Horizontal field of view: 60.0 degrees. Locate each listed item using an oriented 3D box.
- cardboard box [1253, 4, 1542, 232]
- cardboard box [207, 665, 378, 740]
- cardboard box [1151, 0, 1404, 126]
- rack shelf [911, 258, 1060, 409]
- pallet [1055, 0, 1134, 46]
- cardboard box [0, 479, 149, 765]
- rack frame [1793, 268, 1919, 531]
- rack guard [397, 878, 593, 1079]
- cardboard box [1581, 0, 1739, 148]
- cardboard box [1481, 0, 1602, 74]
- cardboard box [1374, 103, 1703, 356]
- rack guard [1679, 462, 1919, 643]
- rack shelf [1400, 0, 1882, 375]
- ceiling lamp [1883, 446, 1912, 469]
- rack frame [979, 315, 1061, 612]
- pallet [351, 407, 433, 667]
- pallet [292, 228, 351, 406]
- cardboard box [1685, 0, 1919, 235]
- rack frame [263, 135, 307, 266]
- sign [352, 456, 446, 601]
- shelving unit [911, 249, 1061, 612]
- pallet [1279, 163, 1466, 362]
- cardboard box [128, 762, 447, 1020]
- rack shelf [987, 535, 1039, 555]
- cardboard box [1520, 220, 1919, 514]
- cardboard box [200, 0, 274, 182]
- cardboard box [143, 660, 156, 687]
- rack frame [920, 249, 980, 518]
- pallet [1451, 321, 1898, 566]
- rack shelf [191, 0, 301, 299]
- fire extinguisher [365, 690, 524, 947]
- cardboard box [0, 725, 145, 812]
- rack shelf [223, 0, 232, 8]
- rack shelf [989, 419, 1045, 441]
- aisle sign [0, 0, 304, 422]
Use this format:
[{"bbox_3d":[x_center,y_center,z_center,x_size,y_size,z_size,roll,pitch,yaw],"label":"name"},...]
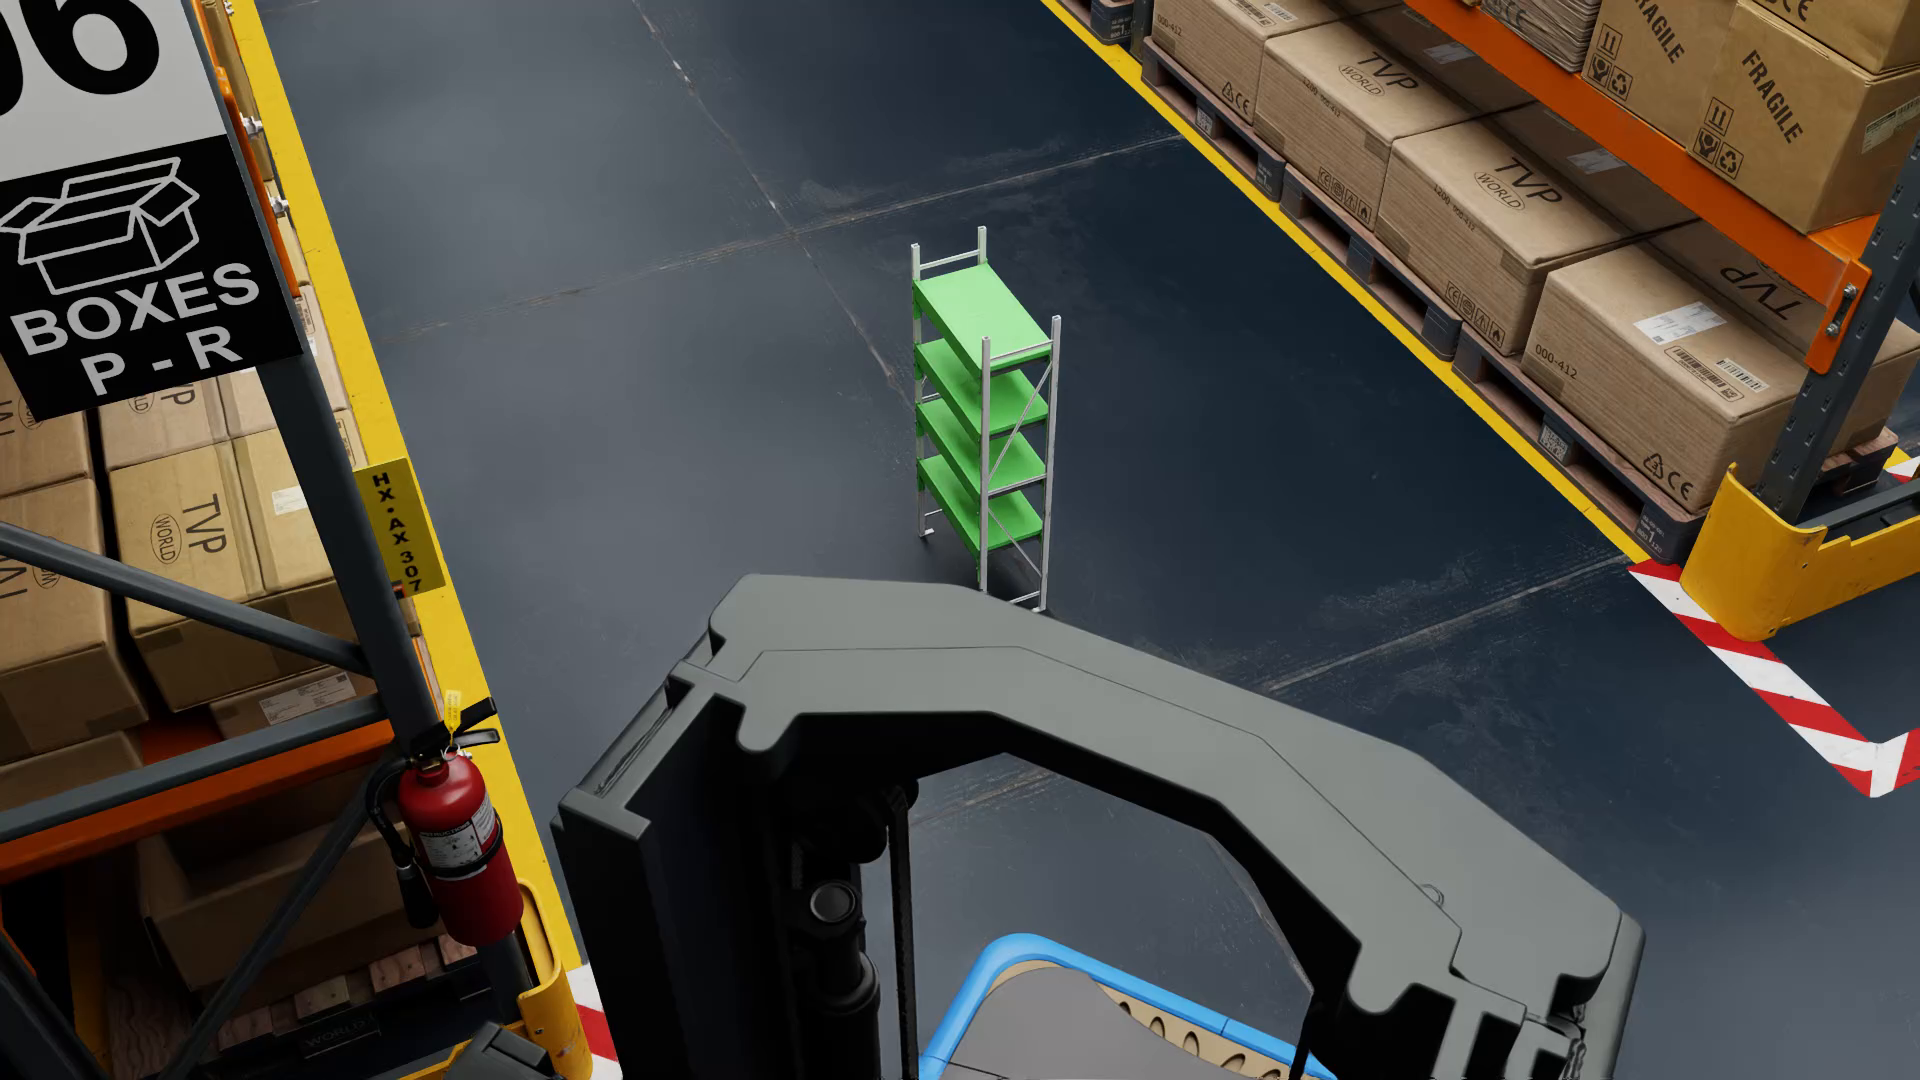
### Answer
[{"bbox_3d":[1.855,-1.800,6.964,0.875,0.438,0.875,-19,48,-19],"label":"cardboard box"},{"bbox_3d":[-1.398,0.251,3.539,0.380,0.149,0.250,-18,48,-18],"label":"cardboard box"},{"bbox_3d":[1.478,-2.371,7.542,0.875,0.438,0.875,-19,48,-18],"label":"cardboard box"},{"bbox_3d":[0.070,-0.618,4.929,0.258,0.148,0.480,-18,47,-17],"label":"rack shelf"},{"bbox_3d":[0.919,-3.042,8.683,1.003,0.211,1.213,-18,47,-17],"label":"pallet"},{"bbox_3d":[-1.943,0.185,3.322,0.500,0.250,0.500,-17,47,-16],"label":"cardboard box"},{"bbox_3d":[2.990,-1.015,4.643,0.949,2.616,0.053,-18,47,-17],"label":"rack frame"},{"bbox_3d":[-1.540,1.294,4.083,1.175,0.500,0.348,-18,47,-17],"label":"rack guard"},{"bbox_3d":[2.353,-1.605,5.170,0.500,0.500,0.500,-19,48,-18],"label":"cardboard box"},{"bbox_3d":[2.128,-1.930,5.499,0.500,0.500,0.500,-17,47,-16],"label":"cardboard box"},{"bbox_3d":[2.233,-1.225,6.381,0.875,0.438,0.875,-17,47,-16],"label":"cardboard box"},{"bbox_3d":[3.004,-0.111,5.506,1.175,0.500,0.348,-18,47,-17],"label":"rack guard"},{"bbox_3d":[2.153,-2.034,6.188,1.077,0.370,4.000,-18,47,-17],"label":"rack shelf"},{"bbox_3d":[2.675,-1.378,7.146,0.159,0.001,3.459,-18,47,-17],"label":"ceiling lamp"},{"bbox_3d":[0.172,-0.166,5.064,0.240,1.200,0.015,-18,47,-17],"label":"rack frame"},{"bbox_3d":[-2.386,0.112,5.486,1.003,0.211,1.213,-18,47,-17],"label":"pallet"},{"bbox_3d":[-2.903,-0.666,6.275,1.003,0.211,1.213,-18,47,-17],"label":"pallet"},{"bbox_3d":[2.551,-1.281,4.841,0.500,0.500,0.500,-18,47,-17],"label":"cardboard box"},{"bbox_3d":[-3.190,-2.097,5.739,1.000,3.000,0.127,-18,47,-17],"label":"rack frame"},{"bbox_3d":[-1.016,-0.016,3.014,0.100,0.325,0.005,-18,47,-17],"label":"sign"},{"bbox_3d":[4.177,-4.790,9.751,13.061,1.200,8.595,-18,47,-17],"label":"shelving unit"},{"bbox_3d":[2.077,-1.286,6.903,1.003,0.211,1.213,-18,47,-17],"label":"pallet"},{"bbox_3d":[-1.680,0.774,4.309,0.797,0.503,0.637,-20,48,-19],"label":"cardboard box"},{"bbox_3d":[0.070,-0.126,5.415,0.199,0.029,0.442,-18,47,-17],"label":"rack shelf"},{"bbox_3d":[2.625,-0.645,5.793,0.875,0.438,0.875,-20,48,-19],"label":"cardboard box"},{"bbox_3d":[-2.086,-1.192,4.183,0.500,0.500,0.500,-17,47,-16],"label":"cardboard box"},{"bbox_3d":[-1.942,0.230,3.560,0.380,0.149,0.250,-17,47,-16],"label":"cardboard box"},{"bbox_3d":[-0.034,-0.477,5.379,0.228,1.046,0.006,-18,47,-17],"label":"rack frame"},{"bbox_3d":[2.586,-0.510,6.116,1.003,0.211,1.213,-18,47,-17],"label":"pallet"},{"bbox_3d":[-2.349,-1.634,3.647,1.077,0.370,4.000,-18,47,-17],"label":"rack shelf"},{"bbox_3d":[-1.027,0.570,3.358,0.296,0.674,0.183,-18,47,-17],"label":"fire extinguisher"},{"bbox_3d":[-1.891,0.410,3.378,0.380,0.149,0.250,-19,48,-18],"label":"cardboard box"},{"bbox_3d":[-4.031,-3.115,7.284,1.077,0.370,4.000,-18,47,-17],"label":"rack shelf"},{"bbox_3d":[0.070,-0.467,5.078,0.199,0.029,0.442,-18,47,-17],"label":"rack shelf"},{"bbox_3d":[-1.213,-0.516,2.287,0.394,0.787,0.004,-18,47,-17],"label":"aisle sign"}]
